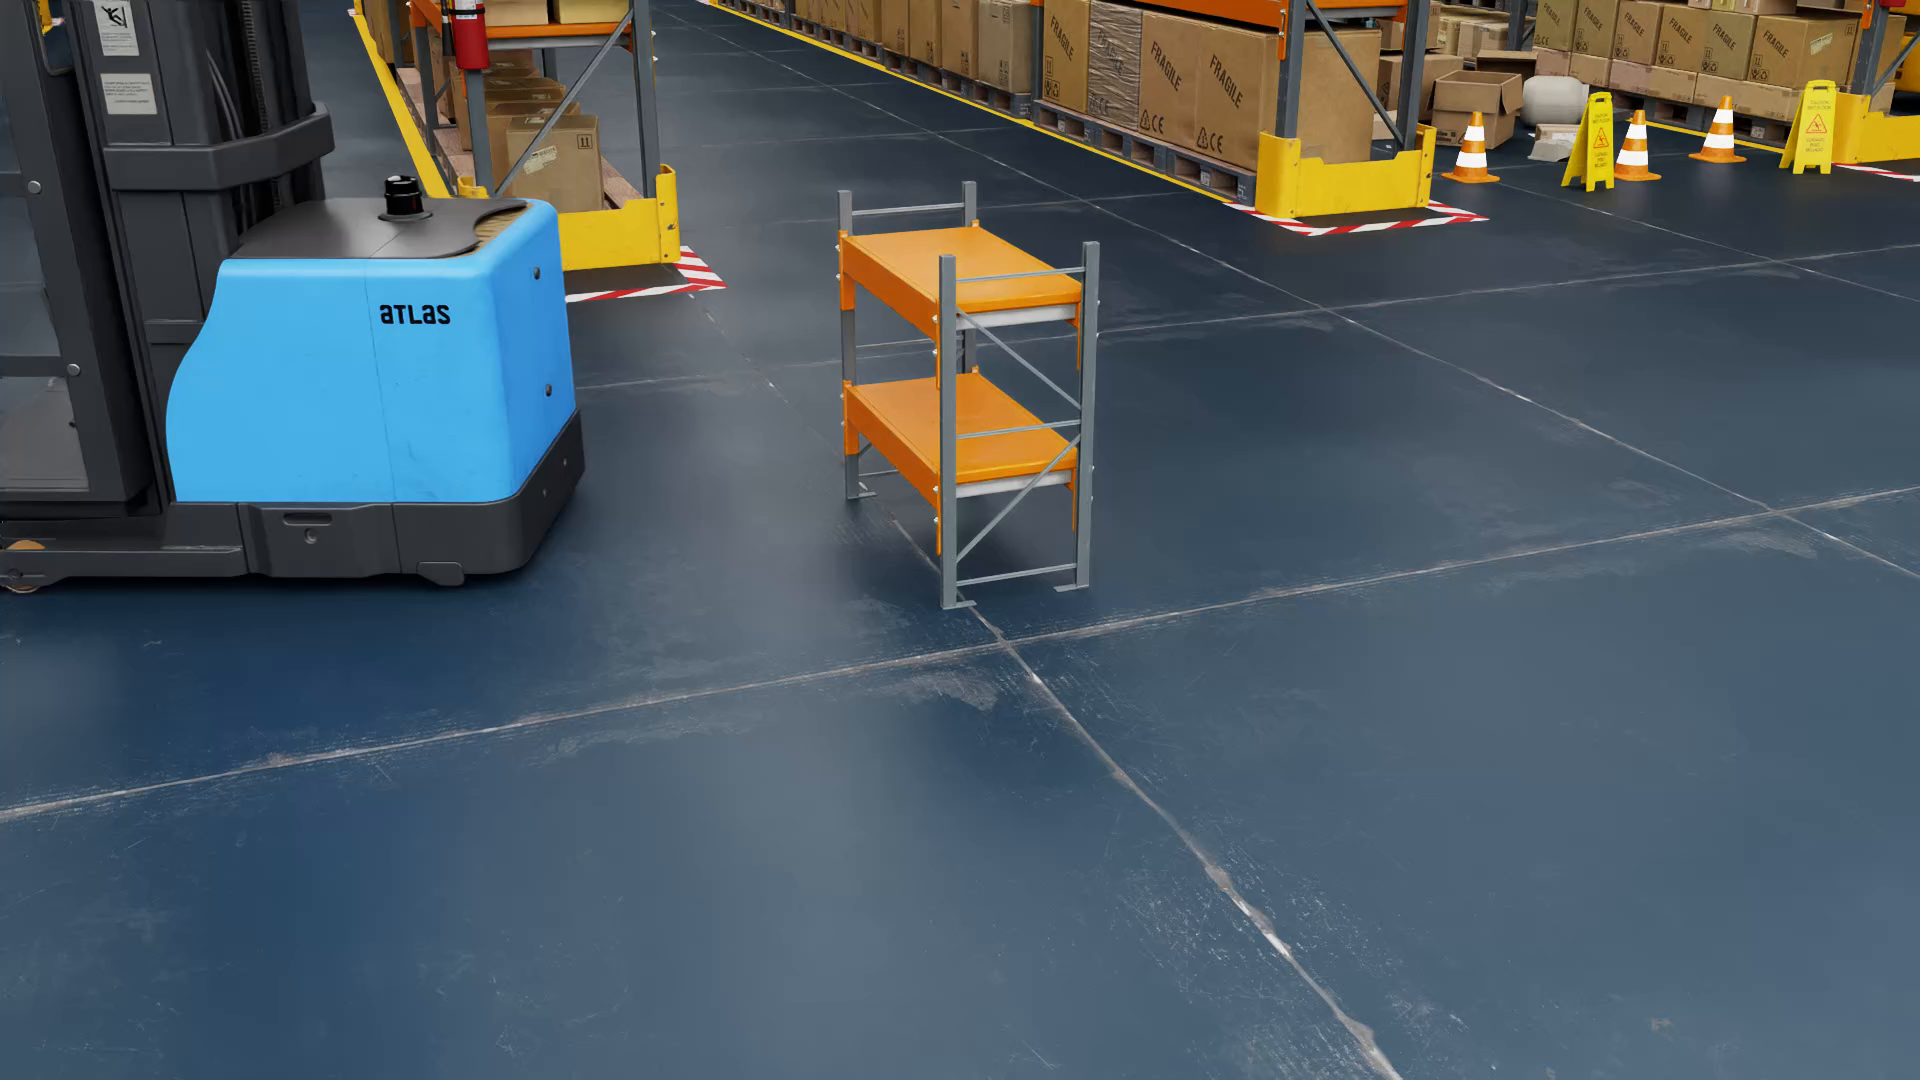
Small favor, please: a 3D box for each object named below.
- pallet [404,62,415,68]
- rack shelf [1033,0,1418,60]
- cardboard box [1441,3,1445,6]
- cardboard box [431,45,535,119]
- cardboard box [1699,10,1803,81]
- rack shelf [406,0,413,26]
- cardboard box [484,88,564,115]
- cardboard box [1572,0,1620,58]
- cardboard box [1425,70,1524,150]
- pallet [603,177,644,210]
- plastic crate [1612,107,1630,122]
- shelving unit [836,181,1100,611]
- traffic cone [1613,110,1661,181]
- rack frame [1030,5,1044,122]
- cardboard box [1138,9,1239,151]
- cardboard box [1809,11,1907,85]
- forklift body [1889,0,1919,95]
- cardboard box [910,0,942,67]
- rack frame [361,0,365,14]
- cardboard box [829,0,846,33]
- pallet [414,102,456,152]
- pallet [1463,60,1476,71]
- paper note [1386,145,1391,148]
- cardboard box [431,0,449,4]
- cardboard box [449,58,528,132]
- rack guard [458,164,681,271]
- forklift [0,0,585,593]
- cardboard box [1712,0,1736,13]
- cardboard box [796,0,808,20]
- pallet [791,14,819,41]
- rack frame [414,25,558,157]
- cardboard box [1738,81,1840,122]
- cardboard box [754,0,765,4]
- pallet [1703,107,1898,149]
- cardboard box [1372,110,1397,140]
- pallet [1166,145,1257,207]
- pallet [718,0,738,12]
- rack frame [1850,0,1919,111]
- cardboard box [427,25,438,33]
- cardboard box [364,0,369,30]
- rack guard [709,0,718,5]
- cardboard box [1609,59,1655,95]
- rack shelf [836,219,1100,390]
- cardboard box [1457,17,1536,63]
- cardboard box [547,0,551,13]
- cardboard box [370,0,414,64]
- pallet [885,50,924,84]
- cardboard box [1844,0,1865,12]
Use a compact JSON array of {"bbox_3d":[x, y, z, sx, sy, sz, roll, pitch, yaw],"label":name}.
[{"bbox_3d":[-5.204,-4.854,16.995,1.003,0.211,1.213,-8,24,-19],"label":"pallet"},{"bbox_3d":[1.799,-3.975,12.244,1.077,0.370,4.000,-8,24,-19],"label":"rack shelf"},{"bbox_3d":[4.733,-5.711,18.281,0.950,0.372,0.625,-9,24,-20],"label":"cardboard box"},{"bbox_3d":[-3.780,-3.666,13.238,0.700,0.500,0.500,-10,25,-23],"label":"cardboard box"},{"bbox_3d":[6.386,-4.012,13.440,0.500,0.500,0.500,-7,24,-17],"label":"cardboard box"},{"bbox_3d":[-4.290,-4.784,14.165,1.077,0.370,4.000,-8,24,-19],"label":"rack shelf"},{"bbox_3d":[-2.822,-2.649,10.851,0.500,0.500,0.500,-6,24,-14],"label":"cardboard box"},{"bbox_3d":[5.844,-4.576,14.780,0.500,0.500,0.500,-7,24,-17],"label":"cardboard box"},{"bbox_3d":[4.112,-3.436,13.254,0.637,0.503,0.797,12,26,27],"label":"cardboard box"},{"bbox_3d":[-2.451,-1.978,10.172,1.003,0.211,1.213,-8,24,-19],"label":"pallet"},{"bbox_3d":[5.475,-3.720,14.474,0.402,0.080,0.583,-18,29,-37],"label":"plastic crate"},{"bbox_3d":[-0.002,-0.521,5.537,0.538,1.125,1.048,-8,24,-19],"label":"shelving unit"},{"bbox_3d":[4.824,-2.830,11.868,0.336,0.463,0.334,-8,24,-19],"label":"traffic cone"},{"bbox_3d":[1.093,-5.033,13.829,1.000,3.000,0.127,-8,24,-19],"label":"rack frame"},{"bbox_3d":[1.892,-3.351,12.032,0.875,0.875,0.875,-9,24,-20],"label":"cardboard box"},{"bbox_3d":[7.066,-3.907,13.191,0.500,0.500,0.500,-9,25,-21],"label":"cardboard box"},{"bbox_3d":[9.367,-5.025,14.904,2.313,2.155,1.214,-8,24,-19],"label":"forklift body"},{"bbox_3d":[0.123,-5.092,16.326,1.050,0.750,0.750,-8,24,-18],"label":"cardboard box"},{"bbox_3d":[-7.822,-8.749,22.646,1.000,3.000,0.127,-8,24,-19],"label":"rack frame"},{"bbox_3d":[-1.179,-6.110,19.063,0.500,0.500,0.500,-9,25,-21],"label":"cardboard box"},{"bbox_3d":[-3.860,-3.387,13.513,1.003,0.211,1.213,-8,24,-19],"label":"pallet"},{"bbox_3d":[5.411,-4.746,16.740,1.003,0.211,1.213,-8,24,-19],"label":"pallet"},{"bbox_3d":[3.371,-3.093,13.076,0.032,0.001,0.123,4,23,9],"label":"paper note"},{"bbox_3d":[-3.092,-3.426,10.339,0.380,0.149,0.250,-8,24,-19],"label":"cardboard box"},{"bbox_3d":[-3.479,-3.280,12.347,0.500,0.500,0.500,-9,25,-21],"label":"cardboard box"},{"bbox_3d":[-2.197,-1.811,9.404,1.175,0.500,0.348,-8,24,-19],"label":"rack guard"},{"bbox_3d":[-2.913,-1.385,5.262,3.031,2.935,1.130,0,23,1],"label":"forklift"},{"bbox_3d":[6.296,-4.337,13.378,0.380,0.149,0.250,-8,24,-18],"label":"cardboard box"},{"bbox_3d":[-1.721,-6.676,20.406,0.500,0.500,0.500,-7,24,-17],"label":"cardboard box"},{"bbox_3d":[-1.457,-6.372,20.596,1.003,0.211,1.213,-8,24,-19],"label":"pallet"},{"bbox_3d":[-3.583,-4.389,12.301,1.000,3.000,0.127,-8,24,-19],"label":"rack frame"},{"bbox_3d":[6.555,-3.487,13.161,0.500,0.250,0.500,-8,24,-19],"label":"cardboard box"},{"bbox_3d":[-2.556,-7.291,22.317,0.380,0.149,0.250,-8,24,-19],"label":"cardboard box"},{"bbox_3d":[6.820,-3.338,13.398,1.003,0.211,1.213,-8,24,-19],"label":"pallet"},{"bbox_3d":[3.423,-3.401,13.477,0.396,0.266,0.258,-4,23,-10],"label":"cardboard box"},{"bbox_3d":[2.150,-2.574,11.586,1.003,0.211,1.213,-8,24,-19],"label":"pallet"},{"bbox_3d":[-2.866,-7.780,23.938,1.003,0.211,1.213,-8,24,-19],"label":"pallet"},{"bbox_3d":[7.101,-4.295,12.079,1.000,3.000,0.127,-8,24,-19],"label":"rack frame"},{"bbox_3d":[-4.326,-4.248,14.618,0.700,0.500,0.500,-6,24,-15],"label":"cardboard box"},{"bbox_3d":[-6.165,-6.280,18.984,1.225,0.875,0.875,-8,24,-19],"label":"cardboard box"},{"bbox_3d":[-3.120,-8.214,24.594,1.175,0.500,0.348,-8,24,-19],"label":"rack guard"},{"bbox_3d":[6.033,-4.039,14.470,0.500,0.250,0.500,-9,24,-20],"label":"cardboard box"},{"bbox_3d":[-0.002,-0.791,5.424,0.538,0.278,1.000,-8,24,-19],"label":"rack shelf"},{"bbox_3d":[5.500,-4.922,16.407,0.950,0.372,0.625,-8,24,-18],"label":"cardboard box"},{"bbox_3d":[-2.193,-3.142,9.667,0.380,0.149,0.250,-8,24,-19],"label":"cardboard box"},{"bbox_3d":[-5.221,-5.310,16.682,1.225,0.875,0.875,-10,25,-21],"label":"cardboard box"},{"bbox_3d":[-0.112,-4.904,17.114,1.003,0.211,1.213,-8,24,-19],"label":"pallet"},{"bbox_3d":[10.135,-5.718,17.972,0.875,0.625,0.625,-7,24,-17],"label":"cardboard box"}]
